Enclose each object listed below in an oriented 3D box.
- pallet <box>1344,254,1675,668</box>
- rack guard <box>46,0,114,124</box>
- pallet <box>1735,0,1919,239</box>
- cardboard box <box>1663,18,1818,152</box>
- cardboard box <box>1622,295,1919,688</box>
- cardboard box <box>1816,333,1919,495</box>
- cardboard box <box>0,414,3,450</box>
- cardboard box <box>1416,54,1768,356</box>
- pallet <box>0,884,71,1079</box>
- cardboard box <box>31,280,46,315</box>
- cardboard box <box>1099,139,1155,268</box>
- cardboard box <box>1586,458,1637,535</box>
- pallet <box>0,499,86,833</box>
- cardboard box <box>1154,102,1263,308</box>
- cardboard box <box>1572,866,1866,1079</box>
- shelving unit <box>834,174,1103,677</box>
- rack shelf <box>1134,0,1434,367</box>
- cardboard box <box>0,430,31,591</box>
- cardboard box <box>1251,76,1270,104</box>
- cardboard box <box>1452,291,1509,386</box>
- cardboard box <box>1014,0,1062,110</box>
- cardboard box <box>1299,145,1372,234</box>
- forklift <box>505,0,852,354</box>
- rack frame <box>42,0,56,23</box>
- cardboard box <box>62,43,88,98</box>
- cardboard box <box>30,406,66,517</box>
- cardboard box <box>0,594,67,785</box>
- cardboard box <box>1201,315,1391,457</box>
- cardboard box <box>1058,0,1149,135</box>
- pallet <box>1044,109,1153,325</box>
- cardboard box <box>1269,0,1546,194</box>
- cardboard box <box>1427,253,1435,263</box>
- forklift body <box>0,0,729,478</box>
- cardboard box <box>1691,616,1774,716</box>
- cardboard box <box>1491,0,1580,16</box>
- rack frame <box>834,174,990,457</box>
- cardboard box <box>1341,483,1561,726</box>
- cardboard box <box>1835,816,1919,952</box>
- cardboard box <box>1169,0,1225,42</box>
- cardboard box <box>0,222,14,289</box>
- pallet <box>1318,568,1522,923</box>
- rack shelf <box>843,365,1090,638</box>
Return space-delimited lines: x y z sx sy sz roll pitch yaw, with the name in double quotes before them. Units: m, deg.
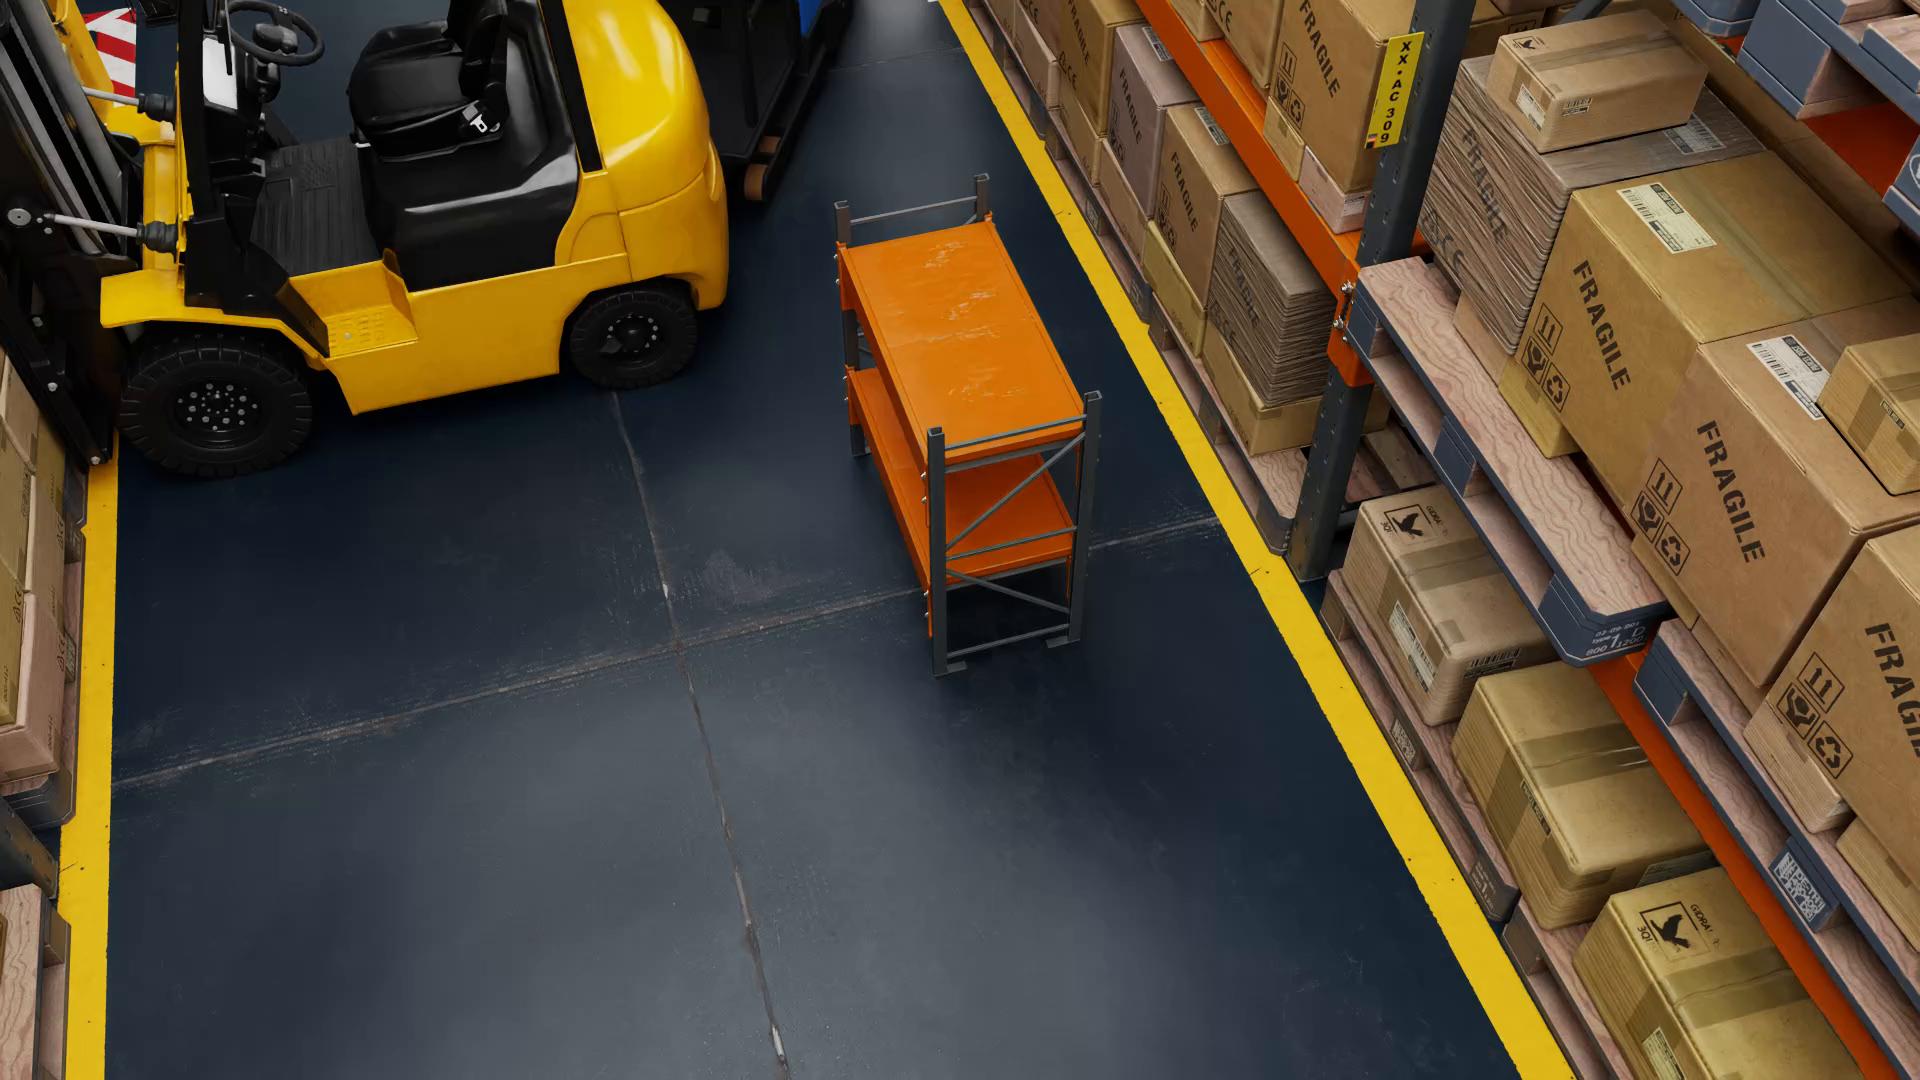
"pallet" 1.694 -0.319 4.183 1.003 0.211 1.213 -13 51 -11
"rack guard" -4.324 -1.981 7.093 1.175 0.500 0.348 -13 51 -11
"pallet" 1.997 -0.647 2.494 1.213 0.211 1.003 -13 51 -11
"cardboard box" 1.962 -0.950 4.055 0.500 0.500 0.500 -14 51 -12
"cardboard box" 1.753 -0.099 3.337 0.500 0.500 0.500 -14 51 -11
"cardboard box" 1.827 -0.251 3.041 0.380 0.149 0.250 -11 51 -9
"cardboard box" -3.119 -0.219 4.842 0.500 0.250 0.500 -13 51 -11
"cardboard box" 1.471 -0.828 3.952 0.500 0.500 0.500 -12 51 -10
"pallet" -2.879 1.581 4.279 1.003 0.211 1.213 -13 51 -11
"cardboard box" -3.419 -0.787 5.648 0.500 0.250 0.500 -13 51 -11
"cardboard box" 0.862 -1.351 6.451 0.500 0.250 0.500 -13 51 -10
"cardboard box" 1.691 -0.177 3.827 0.380 0.149 0.250 -10 51 -9
"pallet" -3.329 0.461 5.223 1.003 0.211 1.213 -13 51 -11
"cardboard box" 1.023 -1.206 5.838 0.500 0.500 0.500 -12 51 -10
"cardboard box" 2.187 1.154 4.260 0.950 0.372 0.625 -12 51 -10
"shelving unit" 0.002 -0.358 5.316 0.538 1.125 1.048 -13 51 -11
"rack shelf" 1.015 -2.201 6.114 1.077 0.370 4.000 -13 51 -11
"cardboard box" -3.133 -0.048 5.025 0.500 0.250 0.500 -14 51 -11
"cardboard box" 1.137 -1.446 5.171 0.380 0.149 0.250 -13 51 -11
"cardboard box" 1.468 -0.552 4.143 0.380 0.149 0.250 -13 51 -10
"cardboard box" 0.542 -2.117 7.096 0.500 0.250 0.500 -12 51 -10
"cardboard box" 1.220 -1.057 4.844 0.380 0.149 0.250 -14 51 -11
"forklift" -1.263 -2.663 6.078 1.130 2.935 3.031 9 50 8
"rack frame" -4.317 -2.769 6.122 1.000 3.000 0.127 -13 51 -11
"cardboard box" -3.876 -1.746 6.784 0.500 0.250 0.500 -13 51 -11
"cardboard box" -3.293 -0.264 5.534 0.500 0.250 0.500 -13 51 -10
"cardboard box" -2.961 0.476 4.911 0.500 0.250 0.500 -13 51 -11
"cardboard box" 1.175 -0.592 5.811 0.500 0.250 0.500 -11 51 -9
"cardboard box" 0.705 -1.967 6.479 0.500 0.500 0.500 -12 51 -10
"pallet" 1.010 -1.449 6.833 1.003 0.211 1.213 -13 51 -11
"cardboard box" 1.238 -1.369 4.682 0.500 0.500 0.500 -14 51 -12
"cardboard box" 1.690 -0.955 5.626 0.500 0.500 0.500 -11 51 -9
"forklift body" -2.013 -1.523 5.627 2.313 2.155 1.214 -13 51 -11
"cardboard box" 1.798 0.201 3.508 0.380 0.149 0.250 -13 51 -11
"cardboard box" 1.684 -1.793 4.386 0.700 0.500 0.500 -14 51 -11
"rack frame" -0.148 -0.729 5.629 0.500 1.125 0.032 -13 51 -11
"cardboard box" 1.764 0.122 5.129 0.950 0.372 0.625 -13 51 -11
"cardboard box" 1.934 0.595 3.176 0.380 0.149 0.250 -15 51 -12
"cardboard box" 0.917 -1.798 5.469 0.380 0.149 0.250 -14 51 -12
"cardboard box" -3.425 -0.965 5.471 0.500 0.250 0.500 -14 51 -12
"pallet" 1.838 0.495 5.195 1.003 0.211 1.213 -13 51 -11
"rack shelf" 0.002 -0.200 5.503 0.538 0.278 1.000 -13 51 -11
